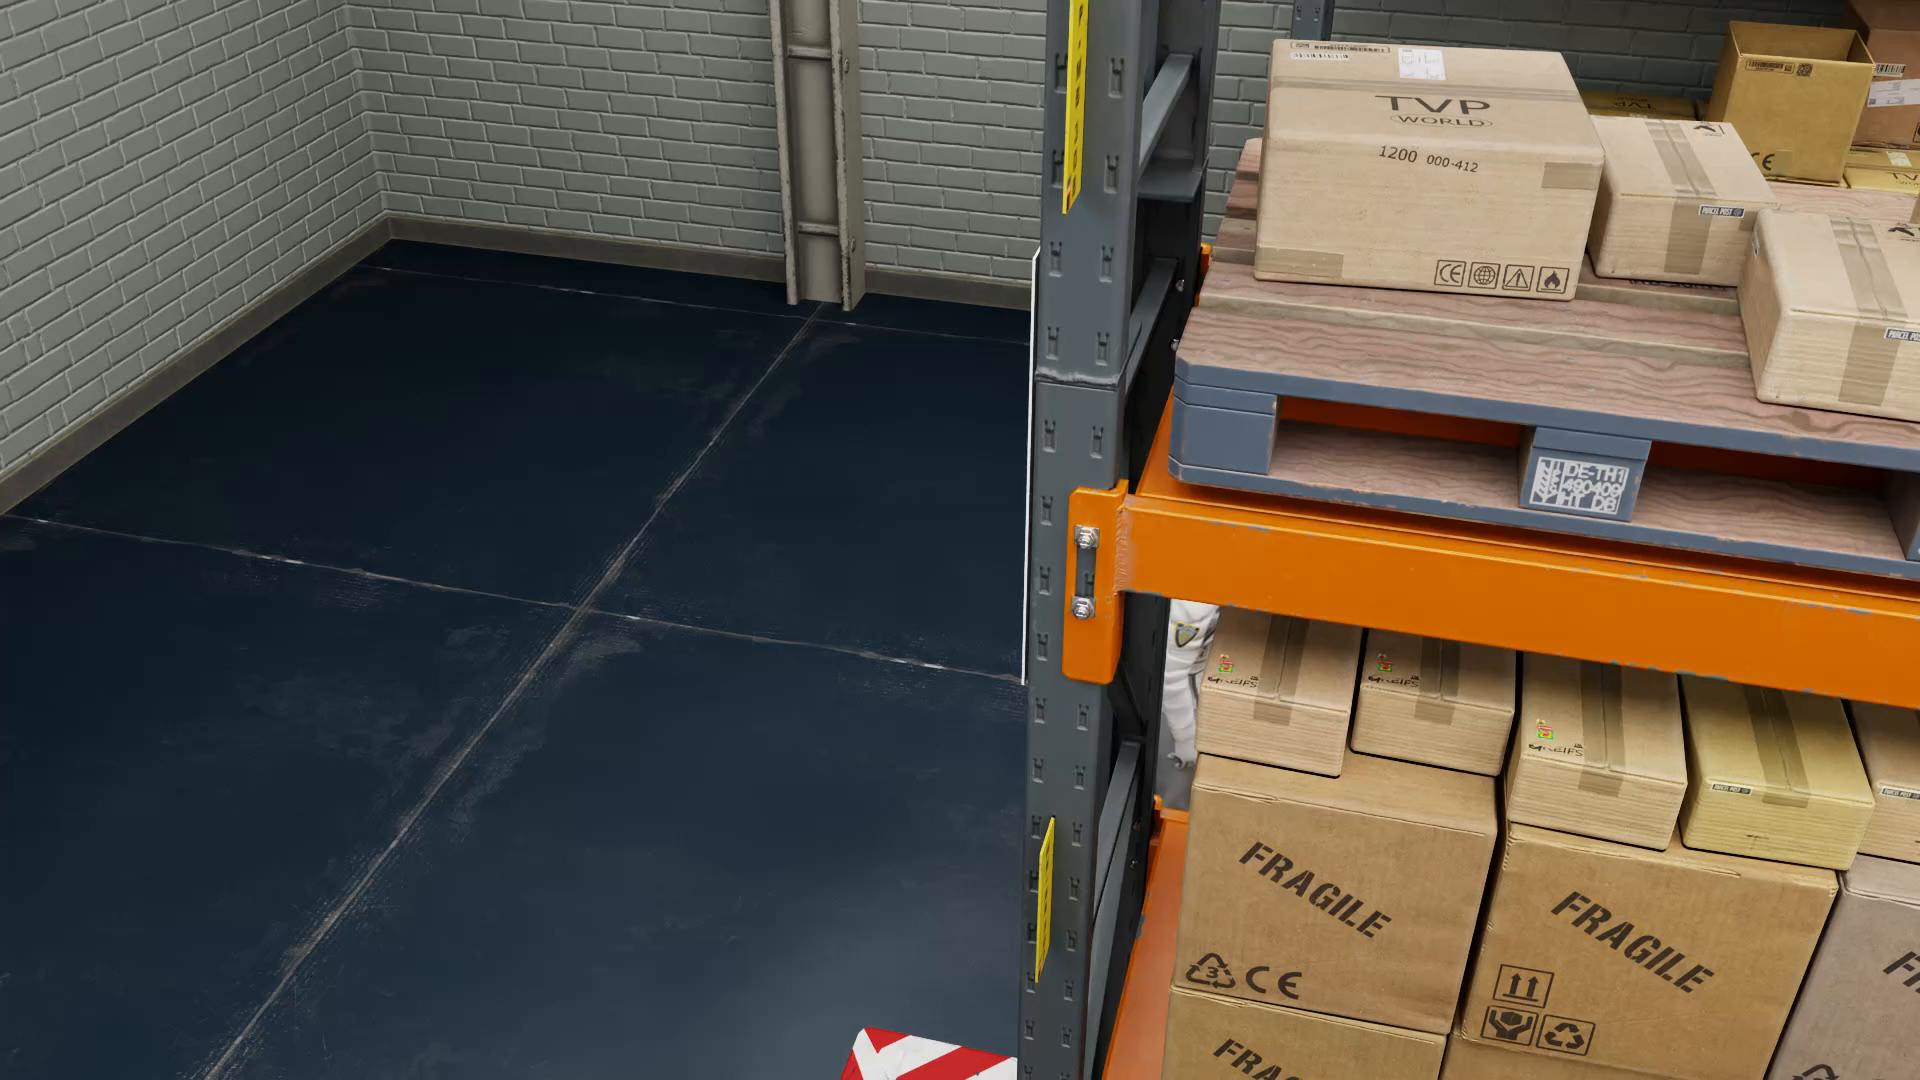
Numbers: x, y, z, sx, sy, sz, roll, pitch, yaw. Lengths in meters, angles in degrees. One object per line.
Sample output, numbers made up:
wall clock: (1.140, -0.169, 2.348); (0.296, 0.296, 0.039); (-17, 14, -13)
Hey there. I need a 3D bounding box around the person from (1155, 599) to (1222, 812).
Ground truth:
person: (0.747, 0.500, 5.367); (0.404, 1.663, 0.532); (8, 34, 12)
